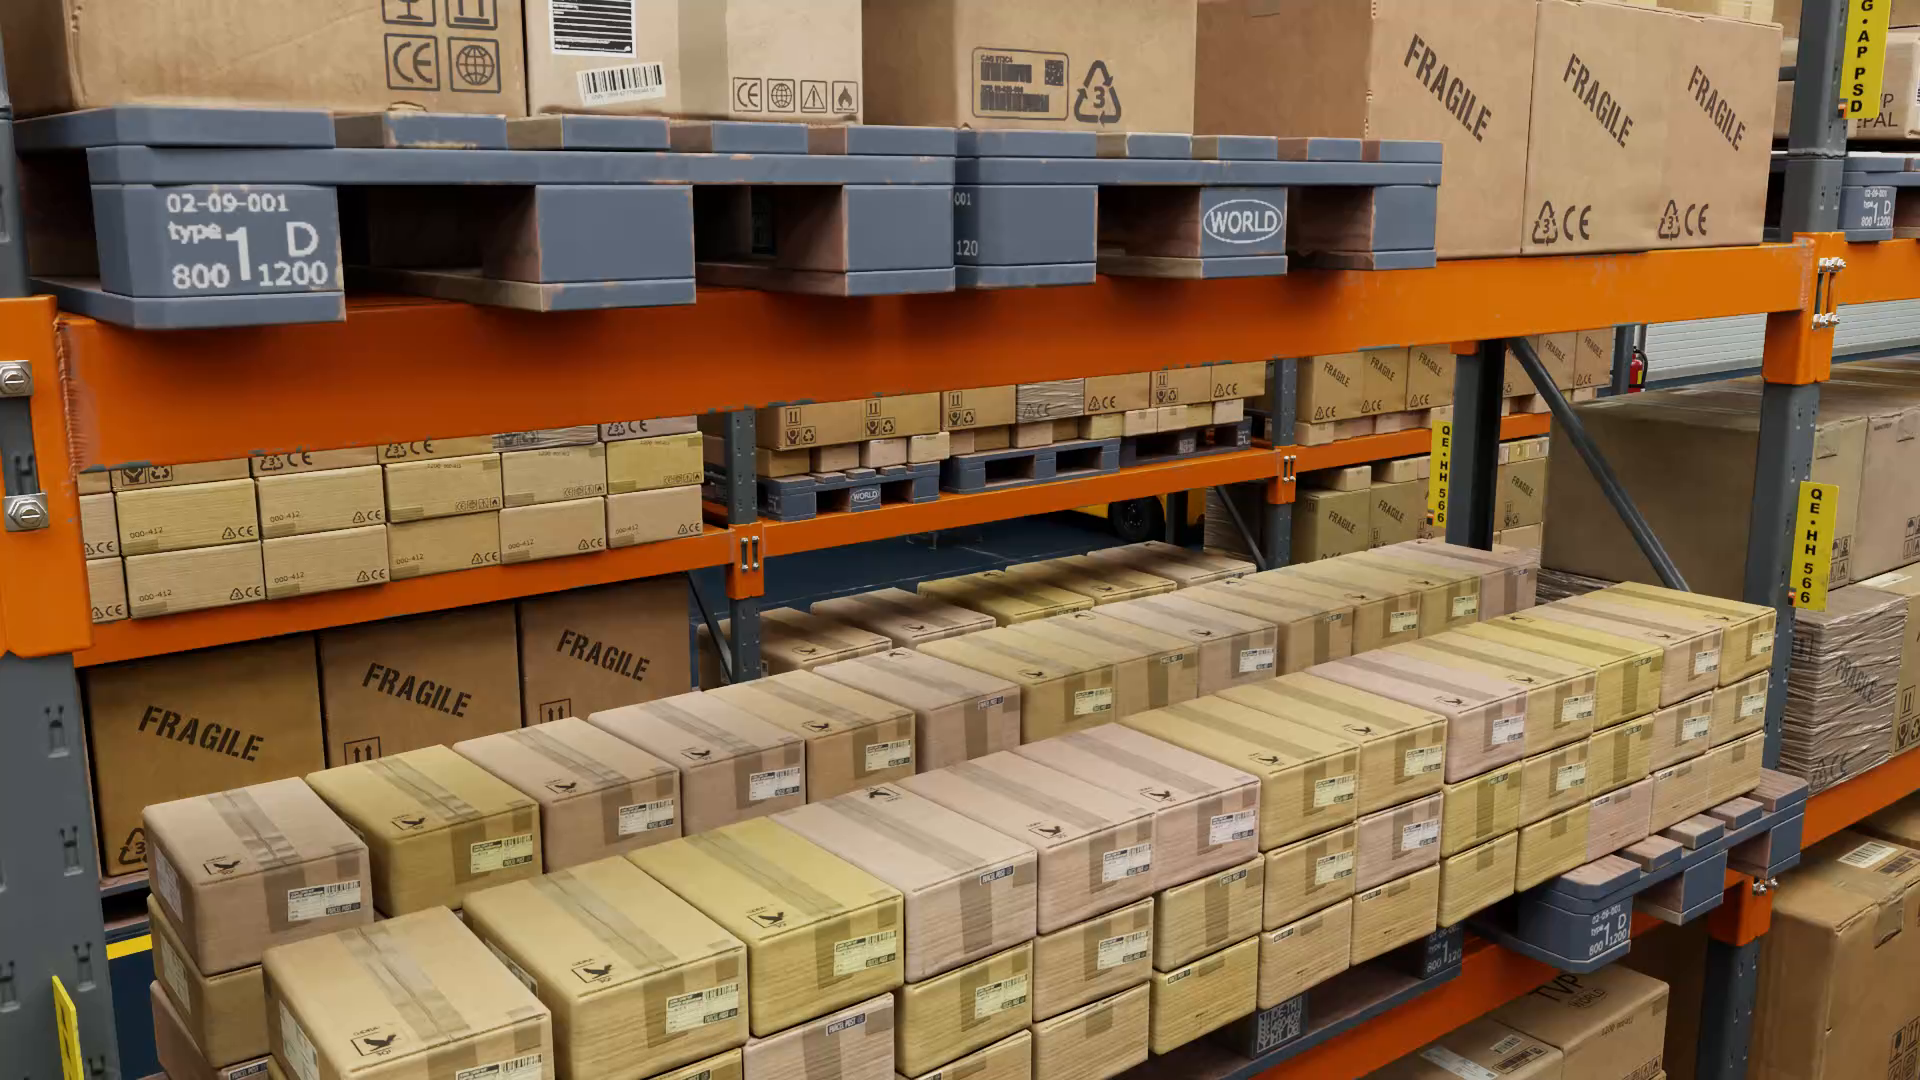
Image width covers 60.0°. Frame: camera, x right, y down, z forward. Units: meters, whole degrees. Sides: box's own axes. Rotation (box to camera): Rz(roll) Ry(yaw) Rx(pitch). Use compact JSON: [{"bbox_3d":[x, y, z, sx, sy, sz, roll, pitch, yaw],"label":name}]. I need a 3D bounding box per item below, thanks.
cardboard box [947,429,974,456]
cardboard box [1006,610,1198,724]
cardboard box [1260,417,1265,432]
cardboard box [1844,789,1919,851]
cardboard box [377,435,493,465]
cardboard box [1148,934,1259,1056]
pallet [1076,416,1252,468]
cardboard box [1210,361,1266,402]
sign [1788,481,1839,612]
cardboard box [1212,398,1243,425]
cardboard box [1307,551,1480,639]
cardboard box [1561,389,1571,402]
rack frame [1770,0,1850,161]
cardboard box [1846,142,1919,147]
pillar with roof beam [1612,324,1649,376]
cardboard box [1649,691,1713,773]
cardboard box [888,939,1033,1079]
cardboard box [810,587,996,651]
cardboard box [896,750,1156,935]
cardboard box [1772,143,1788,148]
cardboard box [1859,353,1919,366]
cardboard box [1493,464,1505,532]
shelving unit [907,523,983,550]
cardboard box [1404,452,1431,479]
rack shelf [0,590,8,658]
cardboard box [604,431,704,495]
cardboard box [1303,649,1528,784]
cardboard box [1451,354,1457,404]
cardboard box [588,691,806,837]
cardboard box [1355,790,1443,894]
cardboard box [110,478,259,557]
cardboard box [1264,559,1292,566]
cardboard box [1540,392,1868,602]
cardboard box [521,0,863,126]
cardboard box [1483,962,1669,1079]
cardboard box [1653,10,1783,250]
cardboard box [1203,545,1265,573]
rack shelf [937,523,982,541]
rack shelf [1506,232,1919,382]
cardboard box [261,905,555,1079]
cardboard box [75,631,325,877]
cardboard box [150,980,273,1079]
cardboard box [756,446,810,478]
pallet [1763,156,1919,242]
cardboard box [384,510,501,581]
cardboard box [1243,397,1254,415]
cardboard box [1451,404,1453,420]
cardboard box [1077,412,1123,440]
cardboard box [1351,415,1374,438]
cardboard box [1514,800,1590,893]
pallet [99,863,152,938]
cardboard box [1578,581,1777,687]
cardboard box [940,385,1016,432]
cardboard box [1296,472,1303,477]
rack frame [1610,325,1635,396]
[{"bbox_3d":[-0.129,-0.562,9.149,0.250,0.149,0.380,-8,15,-34],"label":"cardboard box"},{"bbox_3d":[0.313,0.283,3.735,0.250,0.149,0.380,-9,15,-36],"label":"cardboard box"},{"bbox_3d":[2.024,-0.853,11.529,0.250,0.149,0.380,-9,15,-36],"label":"cardboard box"},{"bbox_3d":[3.033,1.174,5.783,0.750,0.750,1.050,-9,15,-37],"label":"cardboard box"},{"bbox_3d":[-2.378,-0.629,7.224,0.500,0.500,0.500,-9,15,-38],"label":"cardboard box"},{"bbox_3d":[0.308,0.747,2.982,0.250,0.149,0.380,-10,15,-39],"label":"cardboard box"},{"bbox_3d":[1.085,-0.682,10.580,1.213,0.211,1.003,-9,15,-38],"label":"pallet"},{"bbox_3d":[1.555,-1.154,10.374,0.500,0.500,0.500,-10,15,-39],"label":"cardboard box"},{"bbox_3d":[2.167,0.017,4.232,0.005,0.325,0.100,-9,15,-38],"label":"sign"},{"bbox_3d":[1.544,-0.822,10.373,0.250,0.149,0.380,-9,15,-37],"label":"cardboard box"},{"bbox_3d":[1.131,0.148,4.373,0.250,0.149,0.380,-10,16,-39],"label":"cardboard box"},{"bbox_3d":[4.396,-1.084,12.615,0.250,0.149,0.380,-10,15,-39],"label":"cardboard box"},{"bbox_3d":[1.821,-2.477,4.130,0.127,3.000,1.000,-9,15,-38],"label":"rack frame"},{"bbox_3d":[2.914,-1.314,4.983,0.500,0.250,0.500,-9,15,-36],"label":"cardboard box"},{"bbox_3d":[12.745,-6.024,20.834,0.400,9.000,9.100,-9,15,-38],"label":"pillar with roof beam"},{"bbox_3d":[1.512,0.402,3.890,0.250,0.149,0.380,-9,15,-36],"label":"cardboard box"},{"bbox_3d":[-0.103,0.671,2.627,0.250,0.149,0.380,-10,16,-40],"label":"cardboard box"},{"bbox_3d":[-0.332,0.579,9.496,0.625,0.372,0.950,-10,15,-39],"label":"cardboard box"},{"bbox_3d":[0.104,0.491,2.756,0.250,0.149,0.380,-10,15,-38],"label":"cardboard box"},{"bbox_3d":[2.449,-1.405,5.264,0.500,0.311,0.500,-9,15,-38],"label":"cardboard box"},{"bbox_3d":[3.765,-0.402,6.151,0.500,0.500,0.700,-9,15,-37],"label":"cardboard box"},{"bbox_3d":[3.630,-0.319,12.211,0.500,0.500,0.500,-10,15,-39],"label":"cardboard box"},{"bbox_3d":[-0.129,-1.006,13.810,0.503,2.100,0.431,-9,15,-38],"label":"shelving unit"},{"bbox_3d":[3.146,-0.537,11.680,0.250,0.149,0.380,-8,15,-34],"label":"cardboard box"},{"bbox_3d":[-2.865,0.121,0.849,4.000,0.370,1.077,-9,15,-38],"label":"rack shelf"},{"bbox_3d":[-1.570,-0.399,7.946,0.500,0.250,0.500,-10,15,-38],"label":"cardboard box"},{"bbox_3d":[0.924,0.354,3.403,0.250,0.149,0.380,-9,15,-38],"label":"cardboard box"},{"bbox_3d":[3.450,-1.258,11.876,0.500,0.500,0.500,-9,15,-37],"label":"cardboard box"},{"bbox_3d":[-0.494,0.417,3.105,0.250,0.149,0.380,-9,15,-38],"label":"cardboard box"},{"bbox_3d":[0.713,0.535,3.265,0.250,0.149,0.380,-9,15,-36],"label":"cardboard box"},{"bbox_3d":[-3.154,-0.129,6.673,0.500,0.250,0.500,-9,15,-37],"label":"cardboard box"},{"bbox_3d":[2.402,0.256,11.313,0.500,0.250,0.500,-10,16,-40],"label":"cardboard box"},{"bbox_3d":[2.177,-0.137,4.905,0.500,0.500,0.700,-10,15,-38],"label":"cardboard box"},{"bbox_3d":[-0.484,-0.733,2.340,0.500,0.311,0.500,-10,15,-38],"label":"cardboard box"},{"bbox_3d":[1.450,1.239,4.273,0.500,0.250,0.500,-10,15,-39],"label":"cardboard box"},{"bbox_3d":[1.533,-0.943,3.888,0.500,0.500,0.500,-9,15,-38],"label":"cardboard box"},{"bbox_3d":[2.067,0.168,11.725,0.500,0.250,0.500,-9,15,-35],"label":"cardboard box"},{"bbox_3d":[-0.129,-0.308,13.958,0.480,0.518,0.431,-9,15,-38],"label":"rack shelf"},{"bbox_3d":[3.382,-0.917,5.738,4.000,0.370,1.077,-9,15,-38],"label":"rack shelf"},{"bbox_3d":[-0.708,0.626,2.118,0.250,0.149,0.380,-8,15,-35],"label":"cardboard box"},{"bbox_3d":[-3.339,0.809,7.203,0.875,0.875,0.875,-9,15,-36],"label":"cardboard box"},{"bbox_3d":[-1.116,0.810,2.685,0.250,0.149,0.380,-10,15,-39],"label":"cardboard box"},{"bbox_3d":[-0.981,-0.427,8.511,0.250,0.149,0.380,-11,16,-41],"label":"cardboard box"},{"bbox_3d":[2.290,-1.010,4.895,1.003,0.211,1.213,-9,15,-35],"label":"pallet"},{"bbox_3d":[-2.376,-0.020,7.361,0.500,0.250,0.500,-10,15,-38],"label":"cardboard box"},{"bbox_3d":[1.964,-1.144,11.337,0.500,0.500,0.500,-10,16,-39],"label":"cardboard box"},{"bbox_3d":[3.403,-0.919,11.840,0.250,0.149,0.380,-10,15,-38],"label":"cardboard box"},{"bbox_3d":[0.738,-0.692,9.761,0.250,0.149,0.380,-9,15,-38],"label":"cardboard box"},{"bbox_3d":[2.572,-0.798,11.269,0.250,0.149,0.380,-10,15,-38],"label":"cardboard box"},{"bbox_3d":[1.130,0.611,3.625,0.250,0.149,0.380,-10,15,-38],"label":"cardboard box"},{"bbox_3d":[-3.919,1.438,6.846,1.213,0.211,1.003,-9,15,-38],"label":"pallet"},{"bbox_3d":[1.724,0.222,4.024,0.250,0.149,0.380,-10,16,-40],"label":"cardboard box"},{"bbox_3d":[-0.042,-0.892,9.139,0.500,0.500,0.500,-9,15,-37],"label":"cardboard box"},{"bbox_3d":[2.463,-0.265,11.959,0.500,0.500,0.500,-9,15,-37],"label":"cardboard box"},{"bbox_3d":[4.896,-1.370,13.361,0.127,3.000,1.000,-9,15,-38],"label":"rack frame"}]
